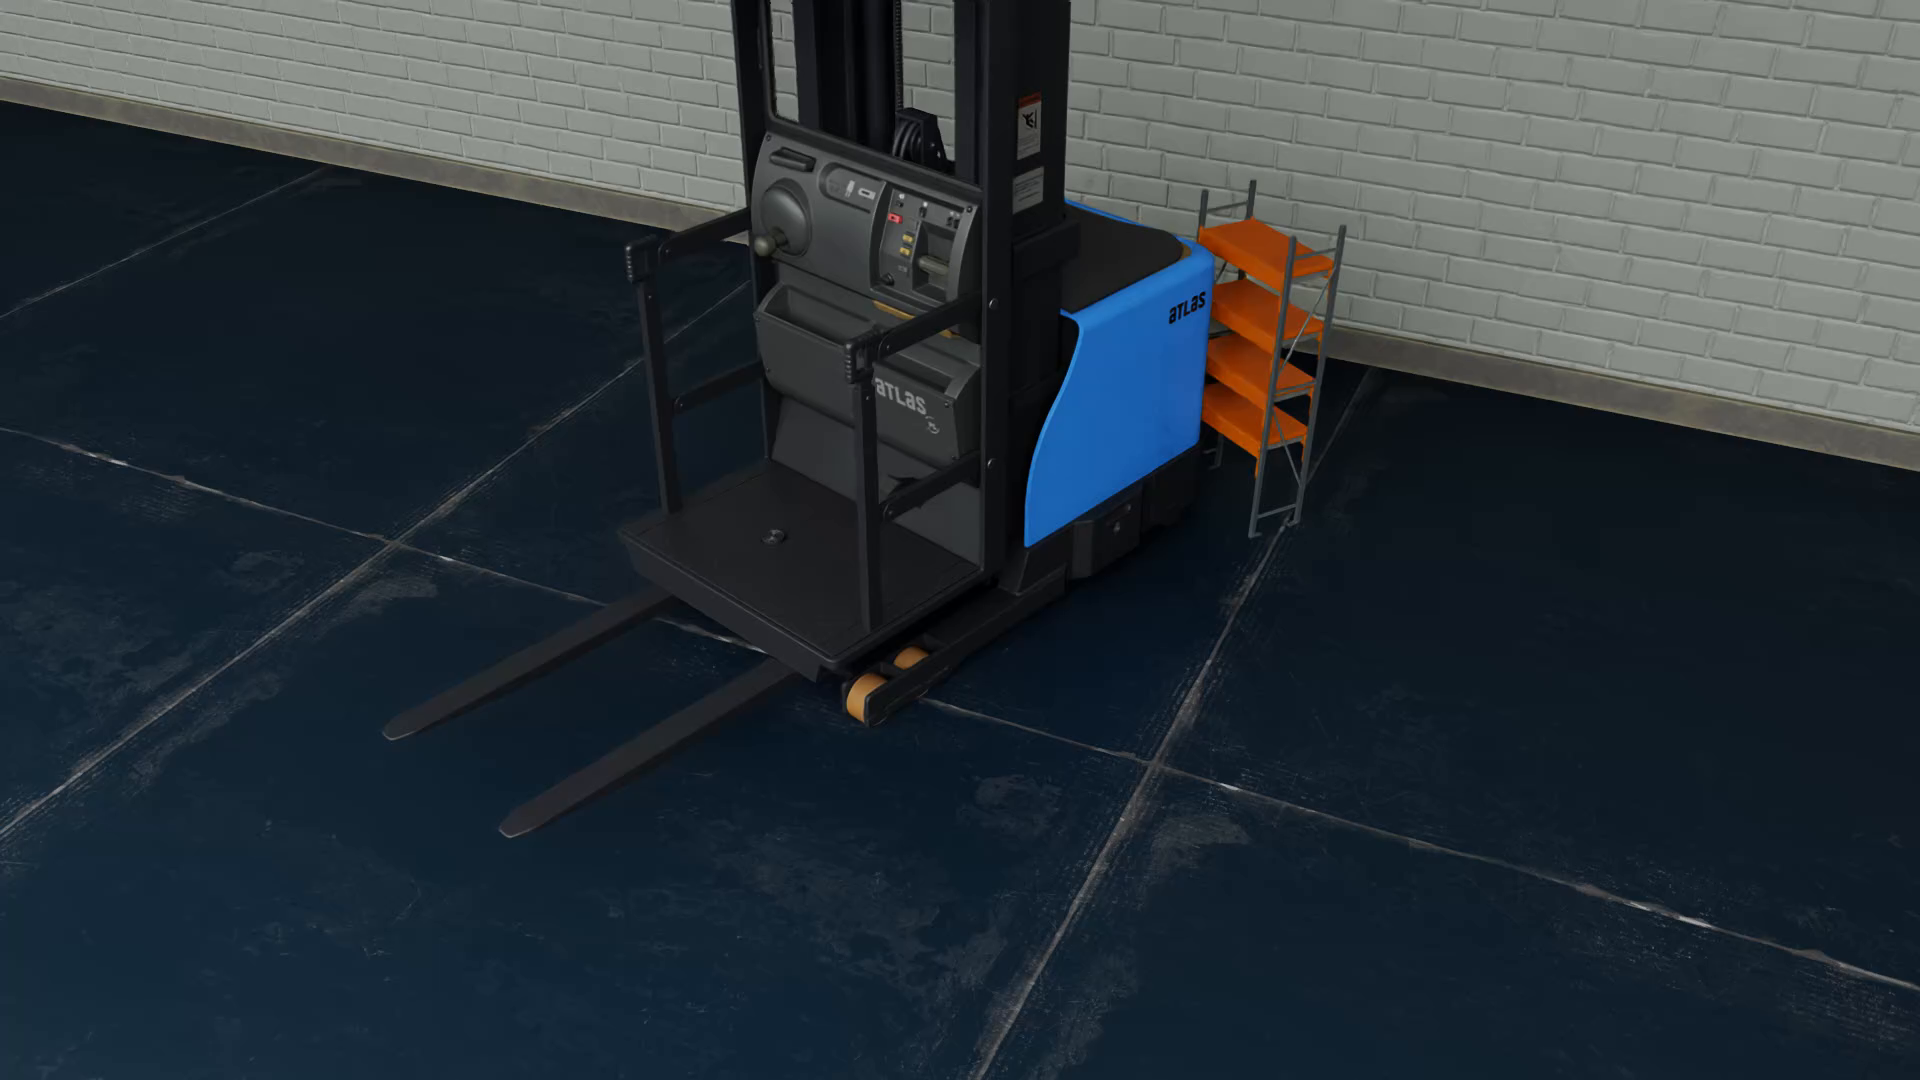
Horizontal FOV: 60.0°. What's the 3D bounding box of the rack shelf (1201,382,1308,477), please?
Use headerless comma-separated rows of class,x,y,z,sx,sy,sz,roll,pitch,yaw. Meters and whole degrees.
rack shelf,1.075,-0.437,6.299,0.258,0.148,0.480,-16,37,-26

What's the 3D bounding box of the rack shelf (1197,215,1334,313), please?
rack shelf,1.092,-0.993,5.946,0.258,0.148,0.480,-16,37,-26

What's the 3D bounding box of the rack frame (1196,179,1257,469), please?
rack frame,0.959,-0.777,6.333,0.240,1.200,0.015,-16,37,-26

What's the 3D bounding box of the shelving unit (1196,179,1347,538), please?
shelving unit,1.082,-0.661,6.157,0.258,1.200,0.503,-16,37,-26

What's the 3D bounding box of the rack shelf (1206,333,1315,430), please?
rack shelf,1.080,-0.604,6.193,0.258,0.148,0.480,-16,37,-26

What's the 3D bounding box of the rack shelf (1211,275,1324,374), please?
rack shelf,1.086,-0.793,6.073,0.258,0.148,0.480,-16,37,-26

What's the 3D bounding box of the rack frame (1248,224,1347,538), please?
rack frame,1.205,-0.546,5.981,0.240,1.200,0.015,-16,37,-26

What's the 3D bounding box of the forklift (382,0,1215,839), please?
forklift,-0.454,-0.947,5.022,1.130,2.935,3.031,27,42,35
